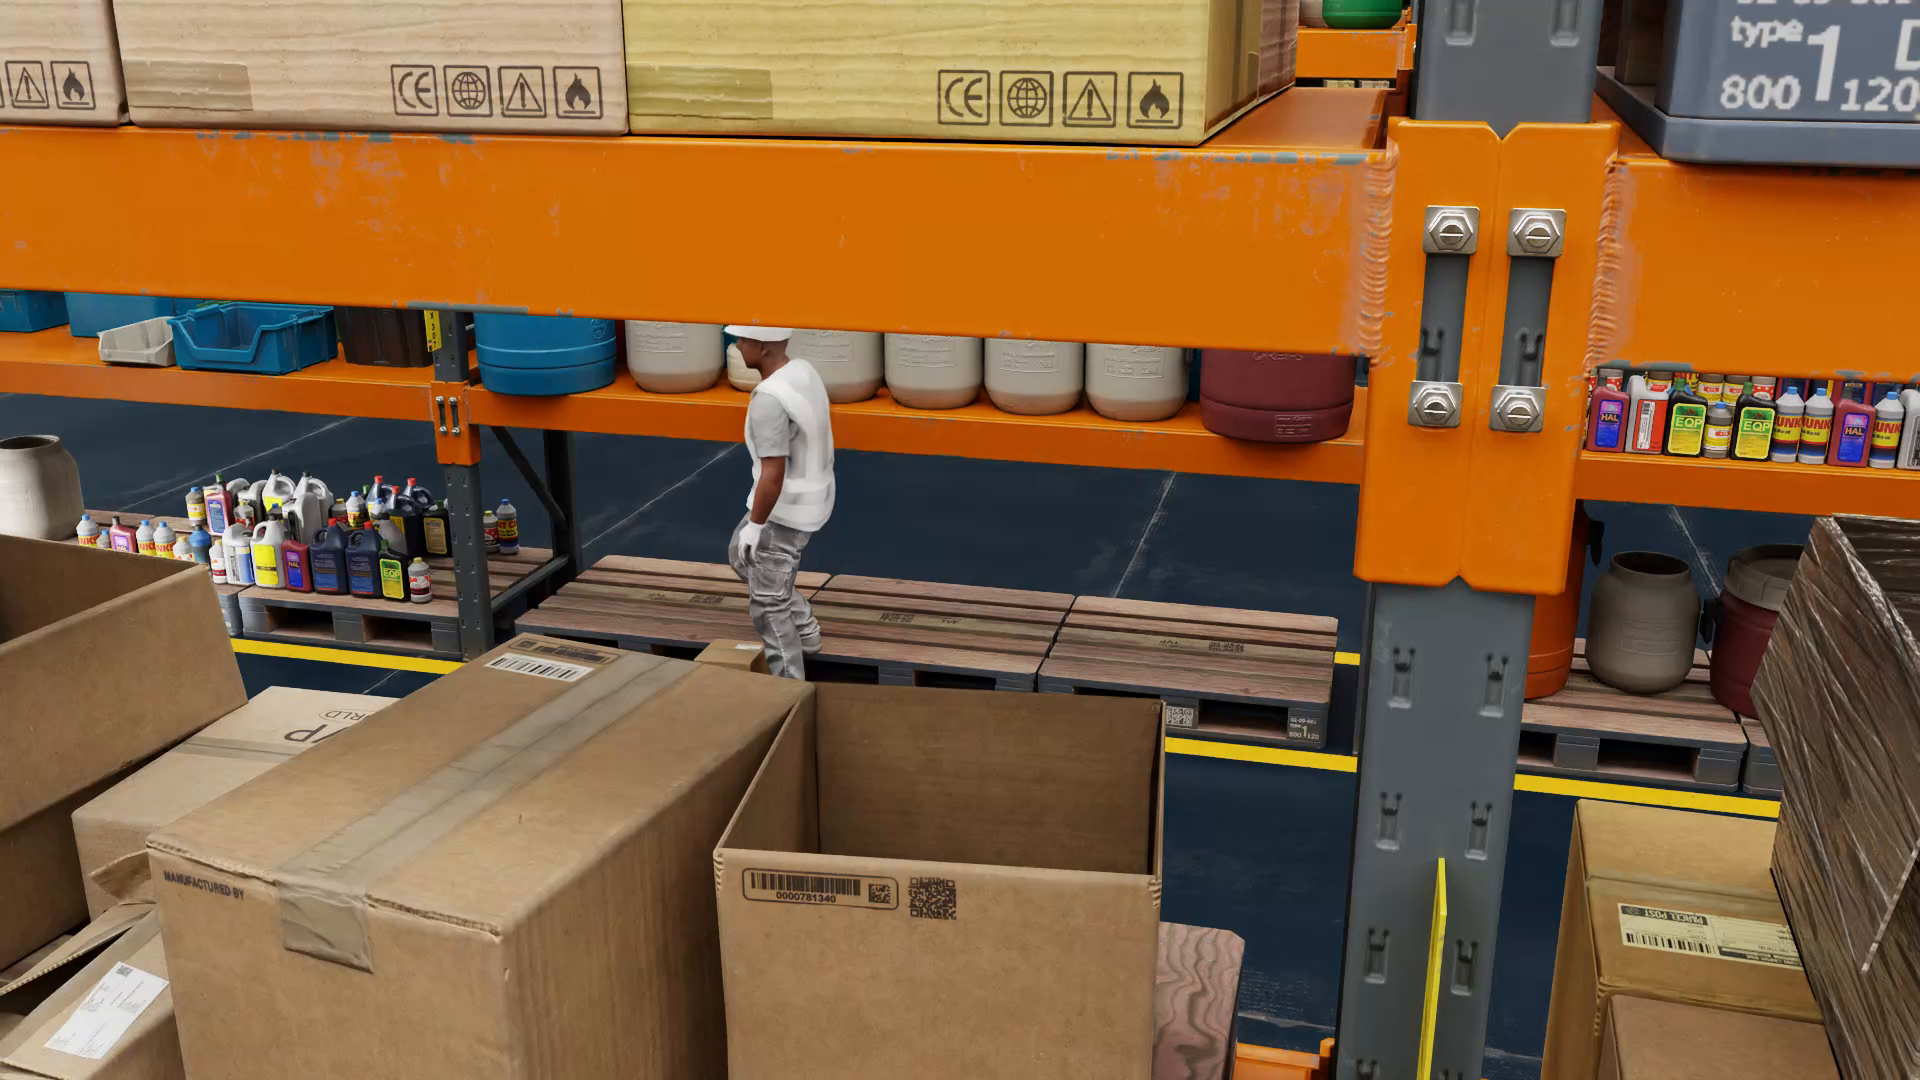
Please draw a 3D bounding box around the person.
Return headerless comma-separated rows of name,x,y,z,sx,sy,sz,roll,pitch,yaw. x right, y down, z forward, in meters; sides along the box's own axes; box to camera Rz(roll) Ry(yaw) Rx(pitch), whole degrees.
person,-0.784,-0.120,6.897,0.519,1.780,0.622,3,18,11
